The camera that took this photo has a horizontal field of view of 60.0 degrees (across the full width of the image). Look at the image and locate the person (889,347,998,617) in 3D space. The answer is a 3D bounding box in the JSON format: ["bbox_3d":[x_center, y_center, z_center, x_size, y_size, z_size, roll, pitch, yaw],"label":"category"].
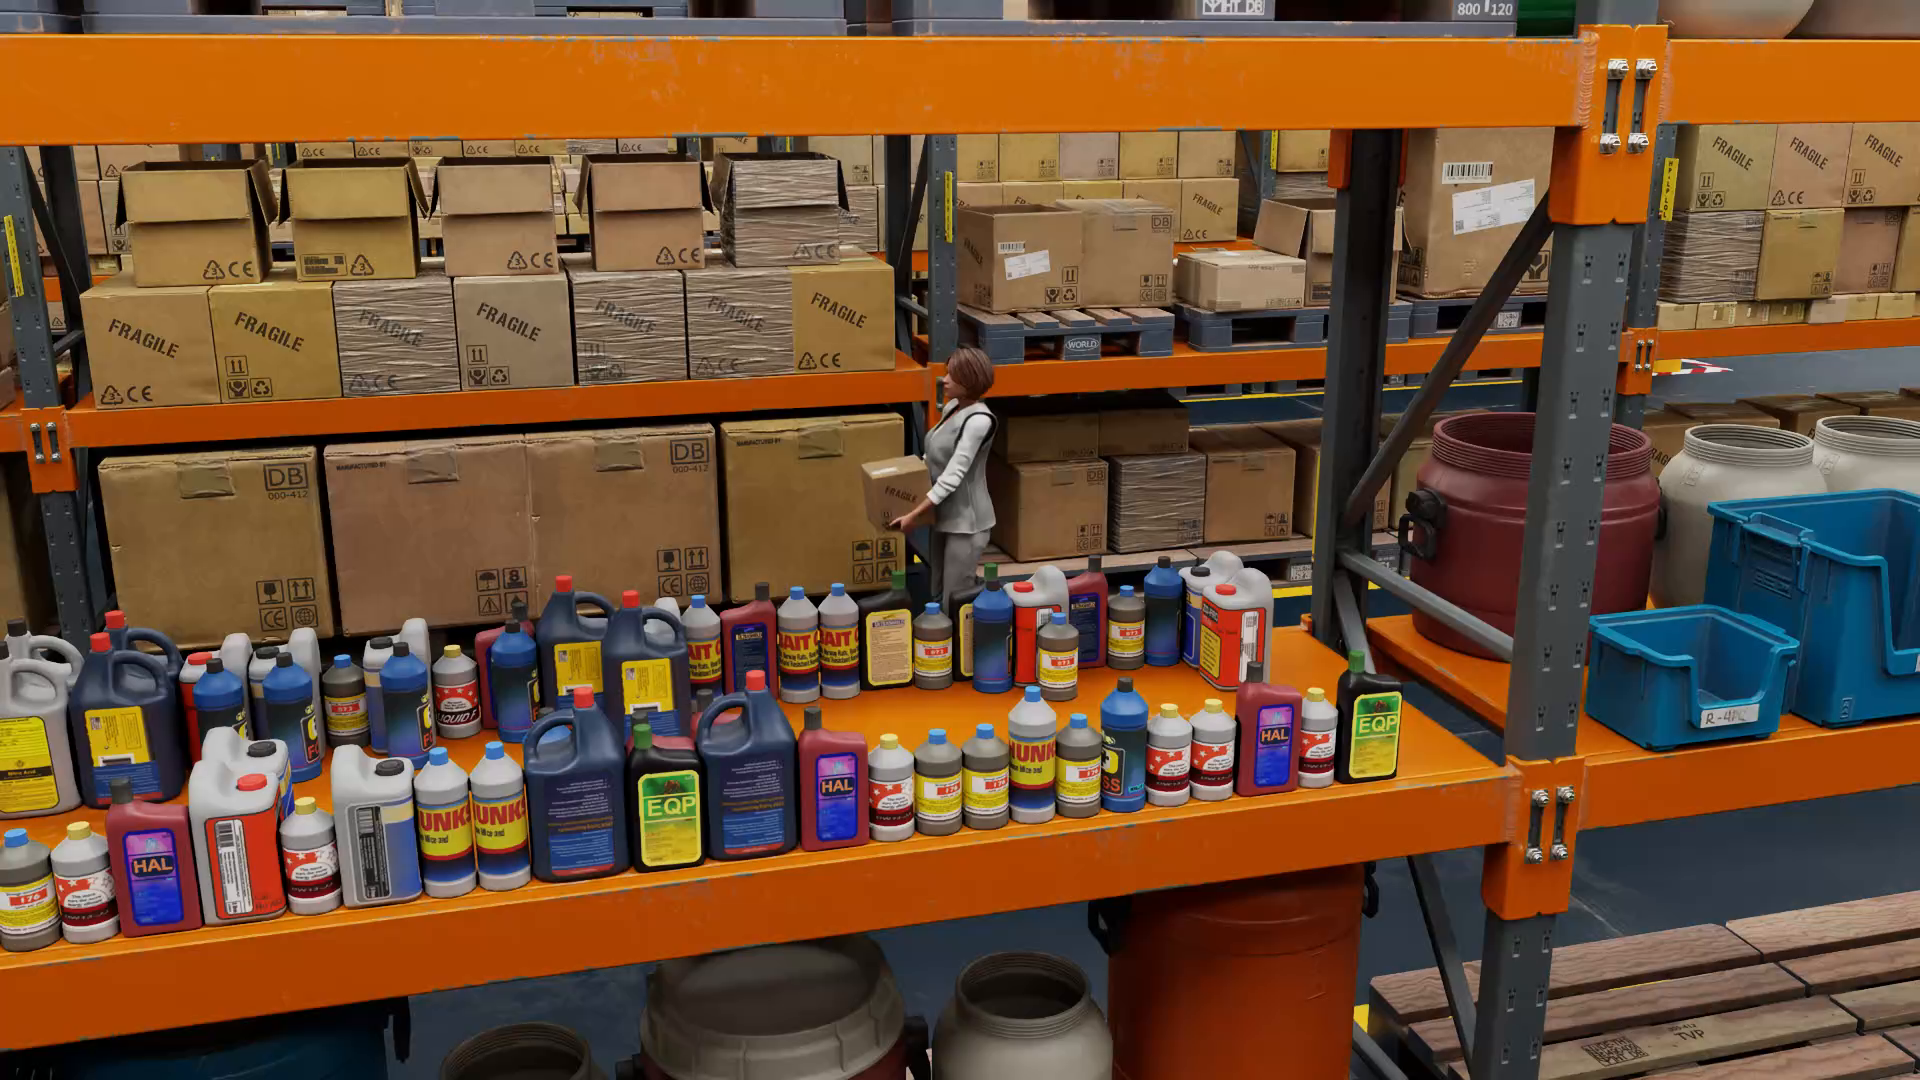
[{"bbox_3d":[-0.094,-0.044,7.214,0.494,1.593,0.404,-4,17,-14],"label":"person"}]
